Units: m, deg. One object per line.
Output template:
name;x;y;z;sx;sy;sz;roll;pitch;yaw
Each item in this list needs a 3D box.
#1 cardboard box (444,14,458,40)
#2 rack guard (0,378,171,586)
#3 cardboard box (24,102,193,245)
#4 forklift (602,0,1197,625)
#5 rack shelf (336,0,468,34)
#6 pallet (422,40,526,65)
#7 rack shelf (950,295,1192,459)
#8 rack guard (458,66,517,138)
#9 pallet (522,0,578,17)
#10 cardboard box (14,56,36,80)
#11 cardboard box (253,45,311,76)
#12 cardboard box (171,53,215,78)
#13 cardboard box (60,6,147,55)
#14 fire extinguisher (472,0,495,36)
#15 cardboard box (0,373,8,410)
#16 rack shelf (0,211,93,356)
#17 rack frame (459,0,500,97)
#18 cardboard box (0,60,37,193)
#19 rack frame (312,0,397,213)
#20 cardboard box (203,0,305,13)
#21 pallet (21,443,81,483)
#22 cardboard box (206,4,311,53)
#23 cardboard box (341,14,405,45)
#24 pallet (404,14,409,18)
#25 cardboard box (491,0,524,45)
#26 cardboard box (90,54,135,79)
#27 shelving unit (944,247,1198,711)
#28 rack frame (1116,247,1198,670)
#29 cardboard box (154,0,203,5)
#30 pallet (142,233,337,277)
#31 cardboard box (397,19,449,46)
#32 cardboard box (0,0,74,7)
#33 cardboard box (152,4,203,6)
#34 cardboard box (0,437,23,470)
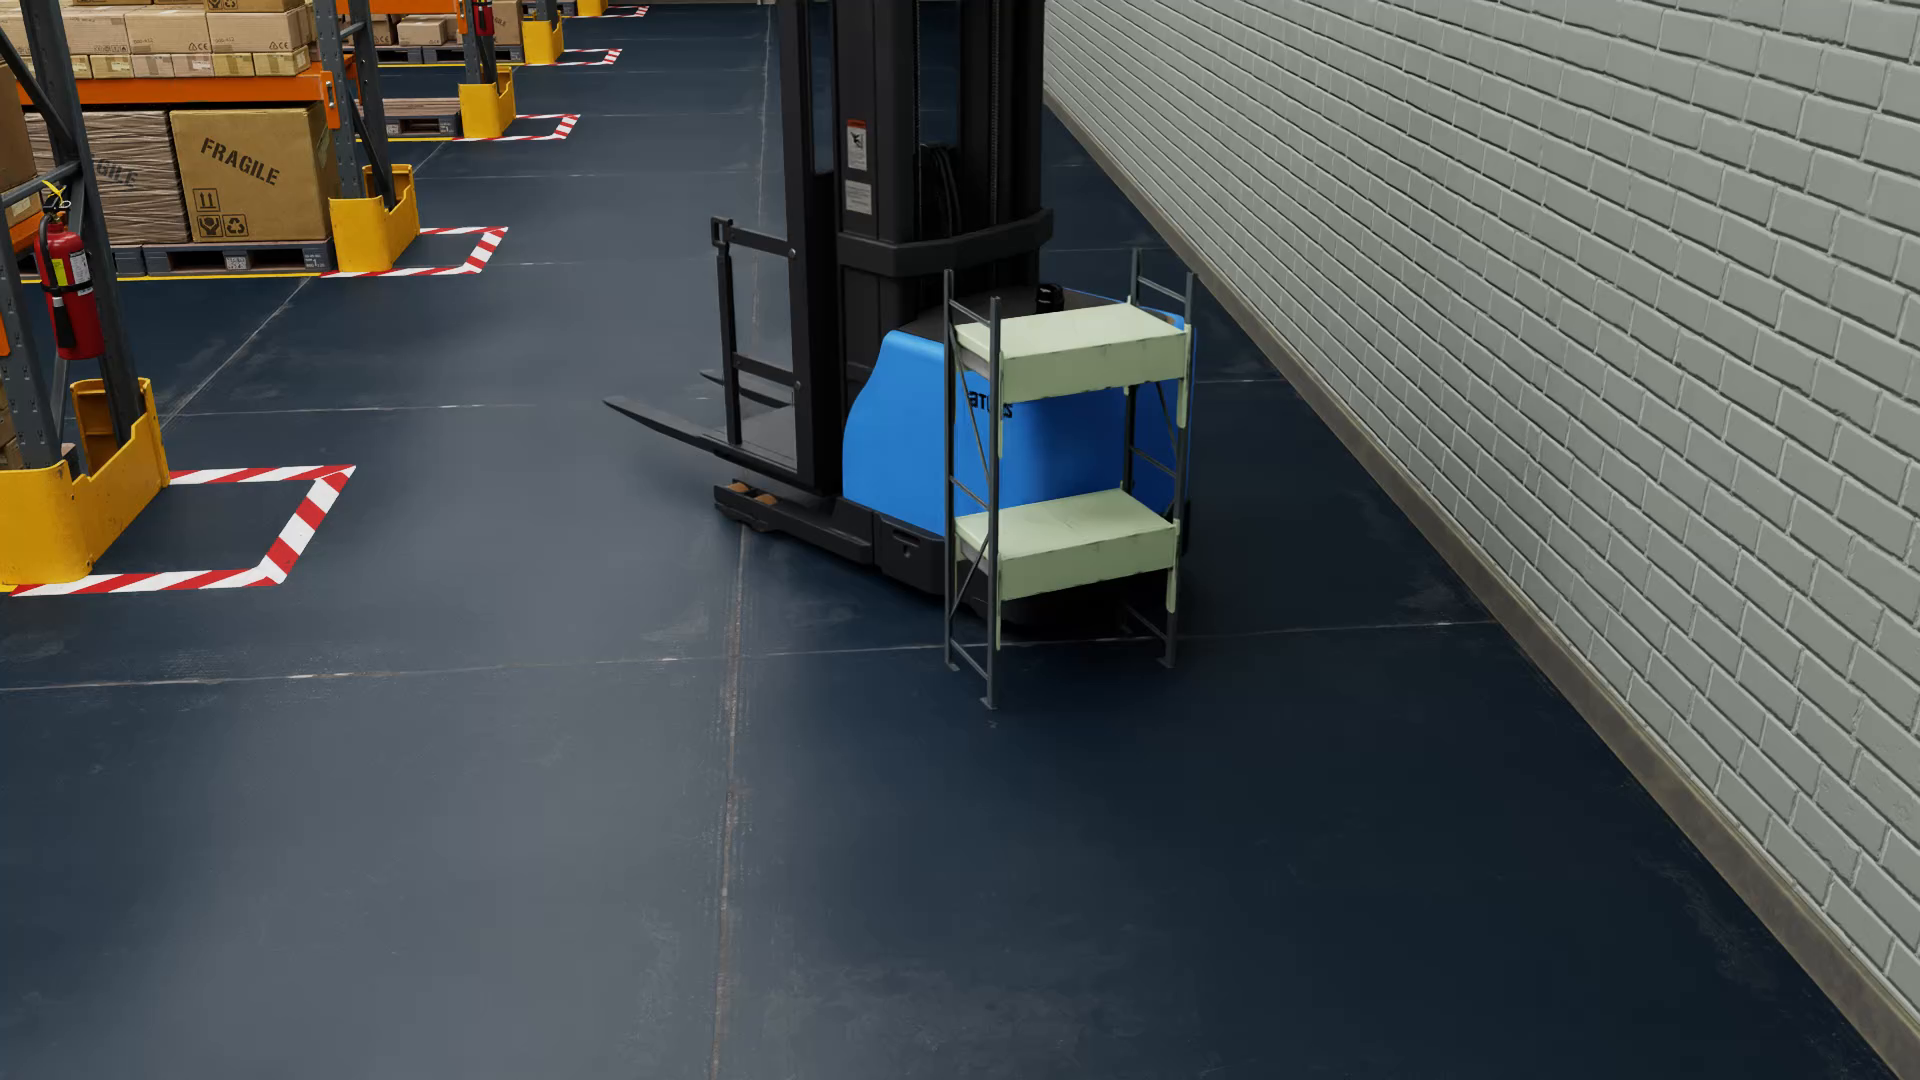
cardboard box;-6.201;-6.458;20.930;0.500;0.250;0.500;-2;24;-5
rack guard;-3.853;-0.282;7.269;0.348;0.500;1.175;-2;24;-5
cardboard box;-5.699;-2.563;11.422;0.875;0.875;0.875;-2;24;-5
forklift;-0.458;-1.508;7.034;3.031;2.935;1.130;21;32;39
rack shelf;-6.641;-5.030;15.758;4.000;0.370;1.077;-2;24;-5
pallet;-6.003;-6.131;20.784;1.213;0.211;1.003;-2;24;-5
rack shelf;0.371;-0.573;5.732;0.720;0.370;0.431;-11;26;-22
rack guard;-4.628;-4.302;16.314;0.348;0.500;1.175;-2;24;-5
pallet;-6.413;-8.105;25.225;1.213;0.211;1.003;-2;24;-5
cardboard box;-6.007;-3.113;10.870;0.250;0.149;0.380;-2;24;-4
cardboard box;-4.486;-3.174;11.007;0.250;0.149;0.380;-2;24;-4
cardboard box;-4.996;-3.153;10.961;0.250;0.149;0.380;-2;24;-5
cardboard box;-5.632;-3.337;10.882;0.500;0.250;0.500;-3;24;-7
fire extinguisher;-4.456;-5.055;15.484;0.183;0.674;0.296;-2;24;-5
cardboard box;-4.332;-0.705;7.403;0.250;0.149;0.380;-3;24;-8
rack shelf;-5.768;-1.019;6.735;4.000;0.370;1.077;-2;24;-5
rack frame;-4.651;-5.438;15.792;0.127;3.000;1.000;-2;24;-5
cardboard box;-4.251;-1.703;6.898;0.500;0.500;0.500;-1;24;-3
rack frame;-4.164;-3.436;11.288;0.127;3.000;1.000;-2;24;-5
cardboard box;-4.623;-3.721;10.823;0.500;0.500;0.500;-2;24;-4
pallet;-4.665;-0.132;7.287;1.213;0.211;1.003;-2;24;-5
cardboard box;-4.620;-3.377;10.973;0.500;0.250;0.500;-3;24;-6
cardboard box;-7.246;-6.418;20.529;0.637;0.503;0.797;-2;24;-5
pallet;-8.841;-8.007;25.005;1.213;0.211;1.003;-2;24;-5
cardboard box;-5.651;-6.378;20.442;0.500;0.500;0.500;-2;24;-5
cardboard box;-5.502;-3.133;10.914;0.250;0.149;0.380;-3;24;-6
shelving unit;0.371;-0.217;5.891;0.755;1.500;0.431;-11;26;-22
rack frame;0.704;-0.278;6.030;0.023;1.500;0.400;-11;26;-22
cardboard box;-5.166;-3.916;11.263;0.500;0.500;0.500;-3;24;-6
pallet;-4.952;-2.098;11.711;1.213;0.211;1.003;-2;24;-5
cardboard box;-6.599;-6.238;20.435;0.500;0.250;0.500;-2;24;-5
cardboard box;-6.204;-3.529;11.314;0.500;0.250;0.500;-3;24;-6
cardboard box;-5.185;-3.570;11.408;0.500;0.250;0.500;-3;24;-6
cardboard box;-4.330;-0.425;7.506;0.250;0.149;0.380;-2;24;-4
